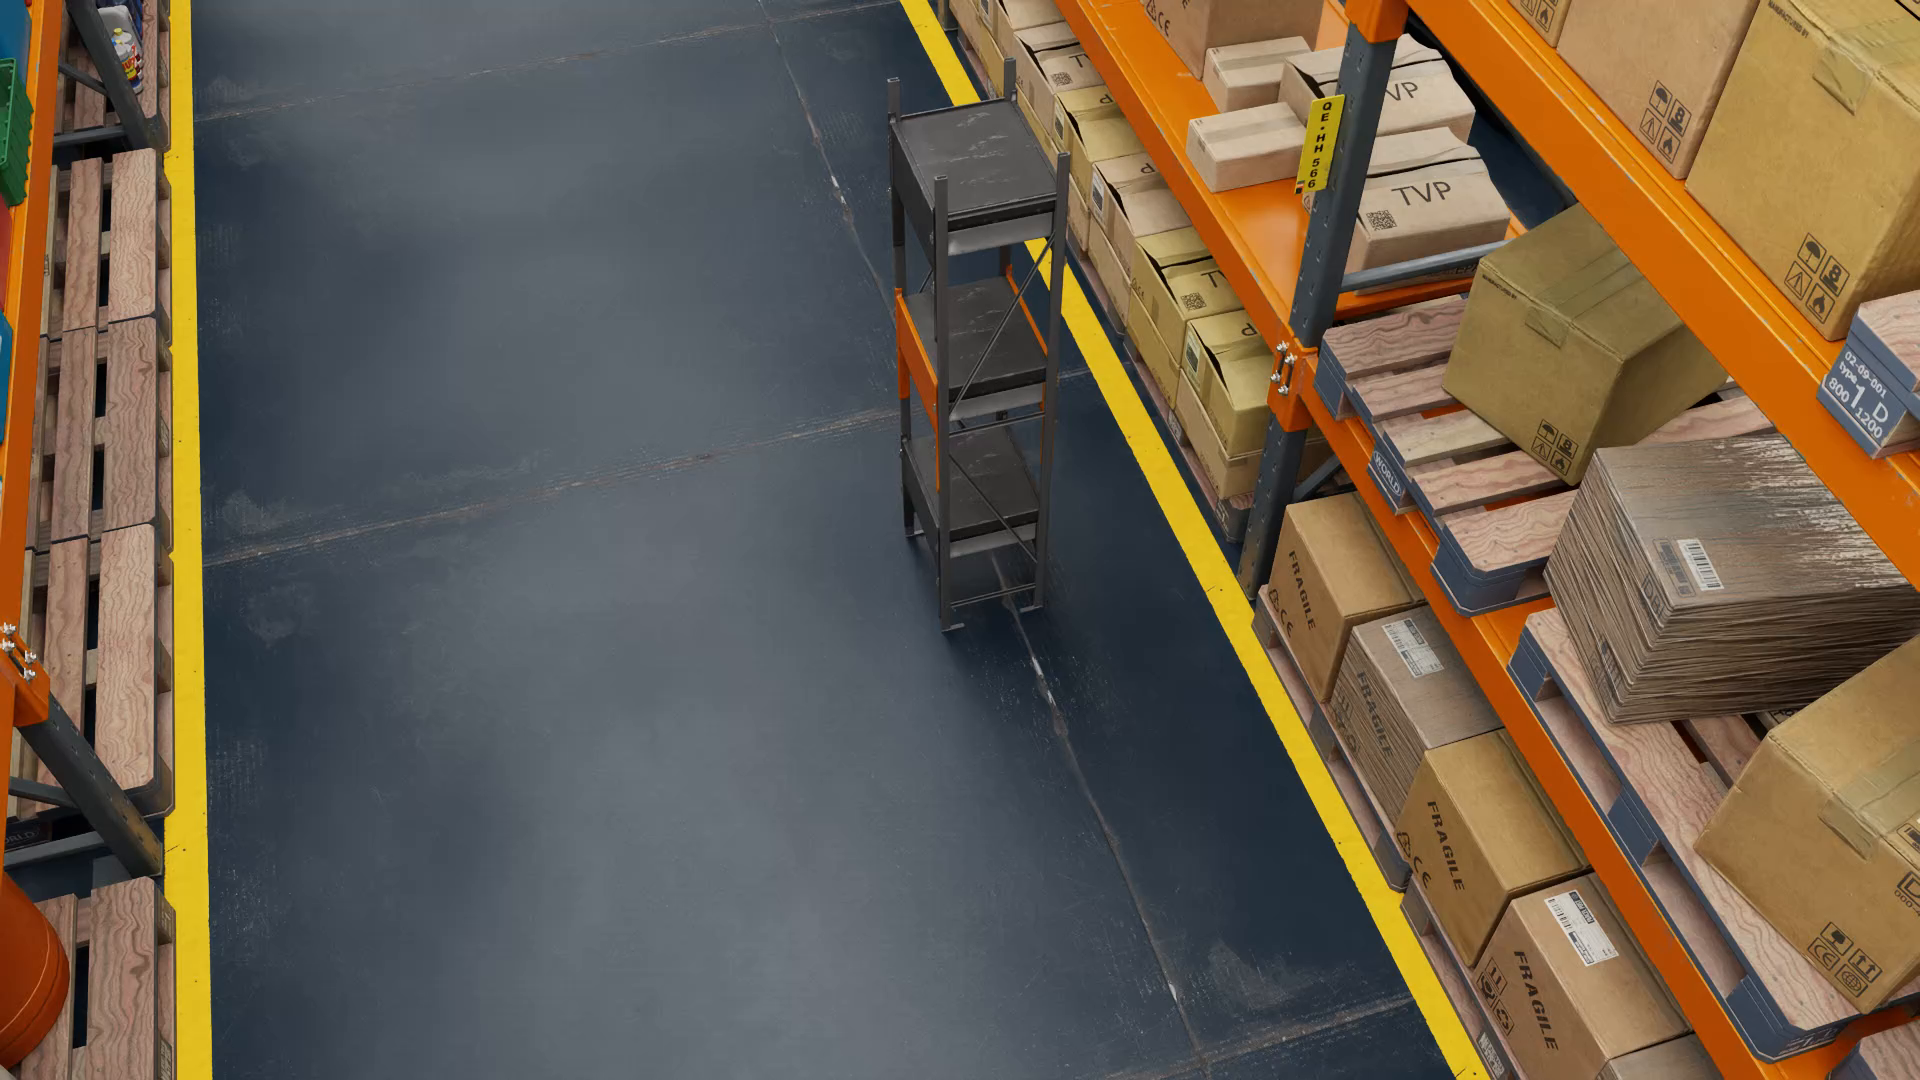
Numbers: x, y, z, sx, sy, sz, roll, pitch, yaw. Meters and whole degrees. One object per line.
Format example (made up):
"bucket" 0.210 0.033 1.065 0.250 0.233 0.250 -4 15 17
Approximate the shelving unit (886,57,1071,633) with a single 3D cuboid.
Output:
"shelving unit" 0.049 -0.556 5.635 0.431 2.100 0.503 -13 51 -11

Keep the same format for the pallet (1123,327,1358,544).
"pallet" 1.354 -0.598 6.906 1.003 0.211 1.213 -13 51 -11

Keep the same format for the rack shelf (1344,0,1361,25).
"rack shelf" 0.969 -3.082 5.685 1.077 0.370 4.000 -13 51 -11

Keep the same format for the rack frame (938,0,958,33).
"rack frame" 0.377 -3.808 7.788 1.000 3.000 0.127 -13 51 -11

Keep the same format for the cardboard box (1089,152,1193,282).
"cardboard box" 0.864 -1.391 6.907 0.500 0.311 0.500 -14 51 -11

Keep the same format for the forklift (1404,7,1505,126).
"forklift" 3.020 -3.389 7.480 1.130 2.935 3.031 -20 53 -16

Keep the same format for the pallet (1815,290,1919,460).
"pallet" 2.308 -0.120 2.840 1.213 0.211 1.003 -13 51 -11

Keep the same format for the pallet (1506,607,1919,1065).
"pallet" 2.140 0.595 4.202 1.003 0.211 1.213 -13 51 -11

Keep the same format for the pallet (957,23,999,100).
"pallet" 0.633 -2.380 8.408 1.003 0.211 1.213 -13 51 -11

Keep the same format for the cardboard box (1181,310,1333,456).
"cardboard box" 1.170 -0.643 6.277 0.500 0.311 0.500 -12 51 -10

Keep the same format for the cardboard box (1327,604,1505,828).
"cardboard box" 1.582 0.555 5.457 0.500 0.500 0.500 -15 51 -12

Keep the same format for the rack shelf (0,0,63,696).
"rack shelf" -3.764 -0.998 5.890 1.077 0.370 4.000 -13 51 -11

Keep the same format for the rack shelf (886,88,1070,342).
"rack shelf" 0.049 -0.998 5.110 0.431 0.518 0.480 -13 51 -11

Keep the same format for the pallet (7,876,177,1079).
"pallet" -2.900 1.696 4.972 1.003 0.211 1.213 -13 51 -11

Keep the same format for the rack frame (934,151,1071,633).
"rack frame" 0.121 -0.378 5.485 0.400 2.100 0.015 -13 51 -11

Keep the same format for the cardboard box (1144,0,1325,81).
"cardboard box" 1.049 -2.141 6.317 0.500 0.500 0.500 -16 52 -13

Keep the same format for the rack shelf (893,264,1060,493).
"rack shelf" 0.049 -0.547 5.645 0.431 0.518 0.480 -13 51 -11

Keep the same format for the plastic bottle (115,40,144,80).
"plastic bottle" -4.061 -2.337 8.090 0.097 0.201 0.097 0 50 0

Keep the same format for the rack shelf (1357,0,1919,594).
"rack shelf" 2.152 -0.161 3.222 1.077 0.370 4.000 -13 51 -11

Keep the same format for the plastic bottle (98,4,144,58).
"plastic bottle" -4.153 -2.517 8.193 0.152 0.276 0.135 -12 51 -10

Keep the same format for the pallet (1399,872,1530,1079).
"pallet" 2.102 1.455 5.175 1.003 0.211 1.213 -13 51 -11

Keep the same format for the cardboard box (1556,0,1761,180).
"cardboard box" 1.872 -1.202 3.564 0.910 0.500 0.500 -13 51 -11

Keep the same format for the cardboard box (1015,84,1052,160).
"cardboard box" 0.566 -1.955 7.750 0.500 0.250 0.500 -15 51 -12

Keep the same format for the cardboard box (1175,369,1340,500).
"cardboard box" 1.172 -0.465 6.493 0.500 0.250 0.500 -12 51 -10

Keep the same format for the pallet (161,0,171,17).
"pallet" -4.879 -3.185 9.086 1.003 0.211 1.213 -13 51 -11

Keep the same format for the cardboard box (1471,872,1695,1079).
"cardboard box" 1.885 1.303 4.827 0.500 0.500 0.500 -15 51 -12

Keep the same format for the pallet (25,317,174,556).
"pallet" -3.722 -0.335 6.684 1.003 0.211 1.213 -13 51 -11

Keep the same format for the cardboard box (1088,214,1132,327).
"cardboard box" 0.870 -1.209 7.120 0.500 0.250 0.500 -12 51 -10

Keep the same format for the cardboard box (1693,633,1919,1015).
"cardboard box" 2.162 0.591 3.740 0.700 0.500 0.500 -25 54 -20

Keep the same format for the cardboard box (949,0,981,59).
"cardboard box" 0.260 -2.707 8.383 0.500 0.250 0.500 -14 51 -12

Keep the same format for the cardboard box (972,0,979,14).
"cardboard box" 0.262 -2.880 8.162 0.500 0.311 0.500 -13 51 -11

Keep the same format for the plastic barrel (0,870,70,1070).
"plastic barrel" -3.012 1.148 4.755 0.600 0.830 0.708 -13 51 -11

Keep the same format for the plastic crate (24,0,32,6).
"plastic crate" -3.920 -2.427 6.582 0.402 0.464 0.583 -13 51 -11

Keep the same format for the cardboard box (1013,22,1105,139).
"cardboard box" 0.559 -2.135 7.535 0.500 0.311 0.500 -15 51 -12

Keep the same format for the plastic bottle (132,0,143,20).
"plastic bottle" -4.254 -2.800 8.383 0.144 0.351 0.185 -15 52 -13

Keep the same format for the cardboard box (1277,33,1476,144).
"cardboard box" 1.481 -1.555 5.947 0.500 0.311 0.500 -14 51 -11

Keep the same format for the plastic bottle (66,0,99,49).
"plastic bottle" -4.335 -2.630 8.239 0.144 0.351 0.185 -13 51 -11

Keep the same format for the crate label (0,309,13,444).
"crate label" -3.208 -0.568 5.033 0.502 0.435 0.616 -13 51 -11

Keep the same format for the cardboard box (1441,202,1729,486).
"cardboard box" 1.854 -0.620 4.760 0.700 0.500 0.500 -30 56 -23

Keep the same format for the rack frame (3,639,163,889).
"rack frame" -3.173 0.231 4.383 1.000 3.000 0.127 -13 51 -11

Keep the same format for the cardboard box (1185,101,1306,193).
"cardboard box" 1.030 -1.400 5.922 0.380 0.149 0.250 -13 51 -11

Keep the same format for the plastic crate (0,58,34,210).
"plastic crate" -3.571 -1.414 5.909 0.450 0.188 0.662 -13 51 -11
